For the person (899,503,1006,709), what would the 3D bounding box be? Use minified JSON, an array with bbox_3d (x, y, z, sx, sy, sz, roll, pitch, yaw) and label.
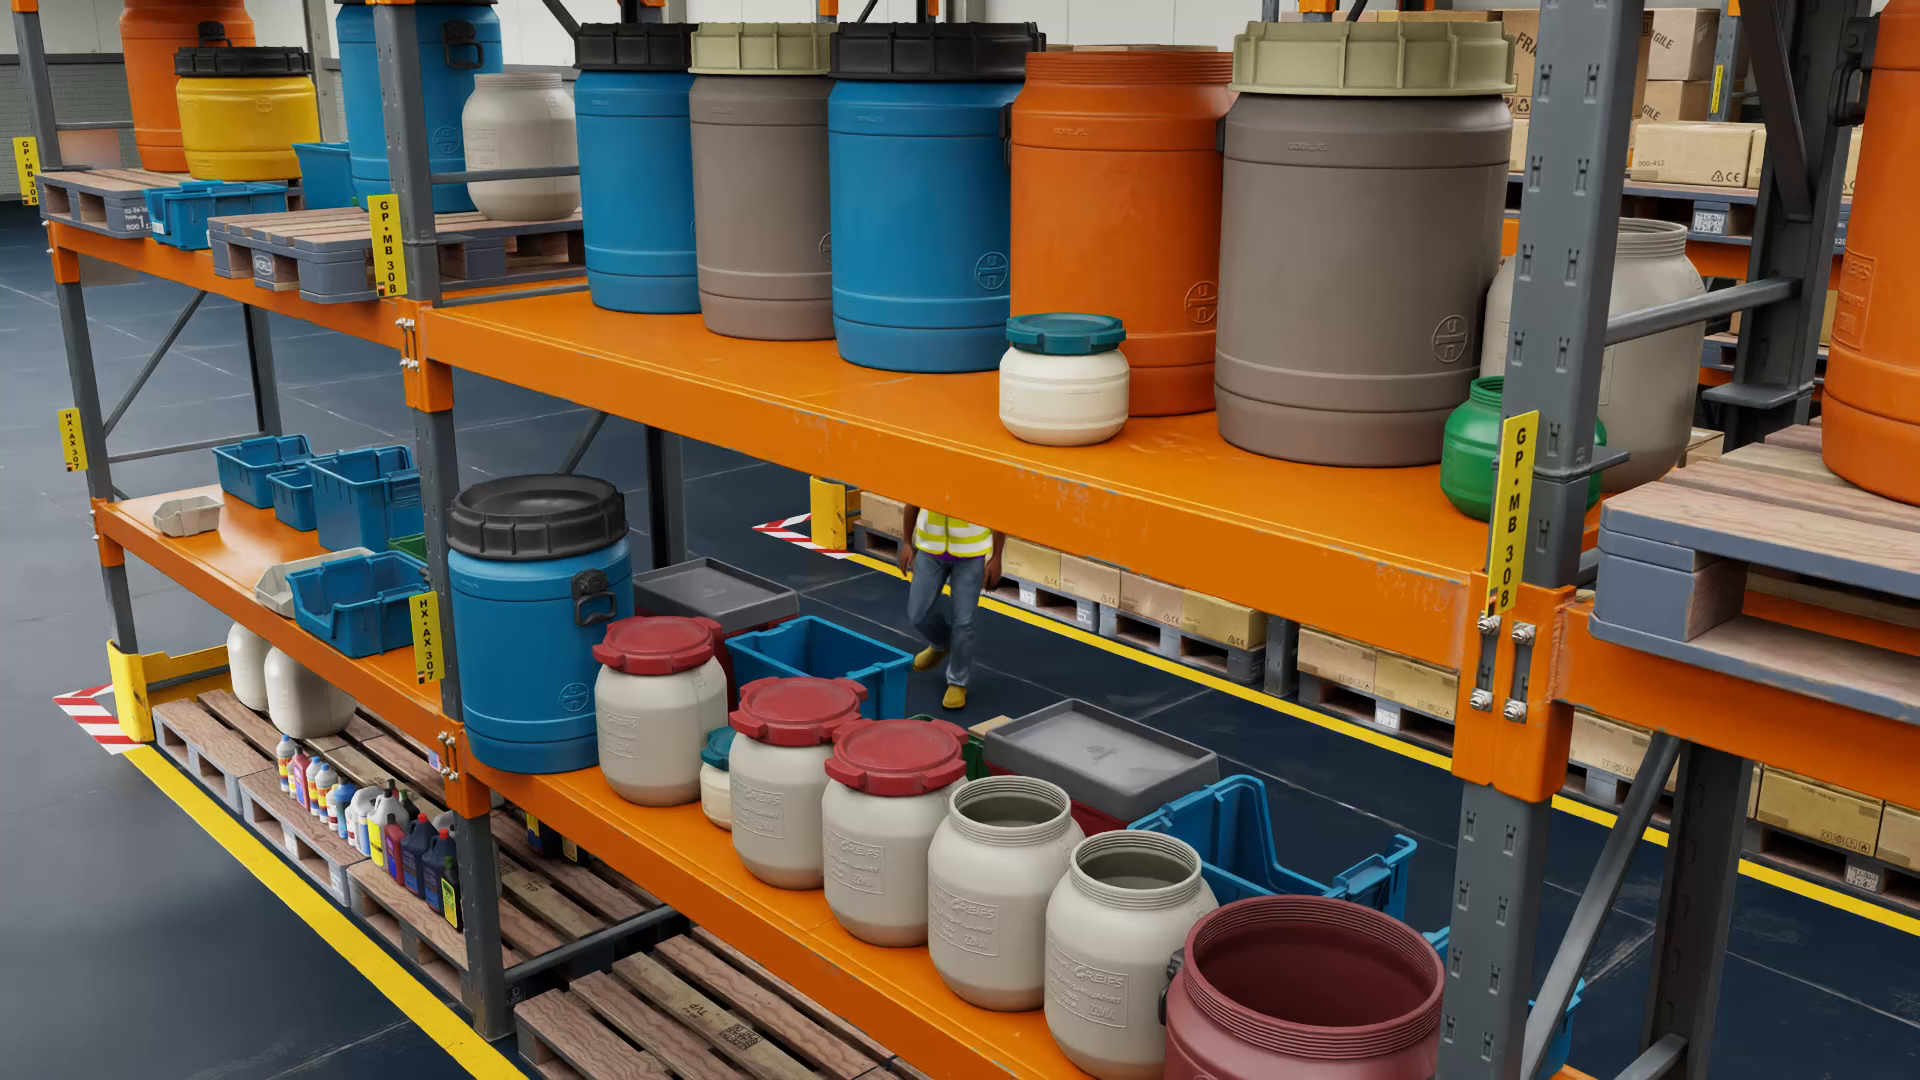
[{"bbox_3d":[-0.024,0.043,9.317,0.608,1.764,0.565,4,18,13],"label":"person"}]
